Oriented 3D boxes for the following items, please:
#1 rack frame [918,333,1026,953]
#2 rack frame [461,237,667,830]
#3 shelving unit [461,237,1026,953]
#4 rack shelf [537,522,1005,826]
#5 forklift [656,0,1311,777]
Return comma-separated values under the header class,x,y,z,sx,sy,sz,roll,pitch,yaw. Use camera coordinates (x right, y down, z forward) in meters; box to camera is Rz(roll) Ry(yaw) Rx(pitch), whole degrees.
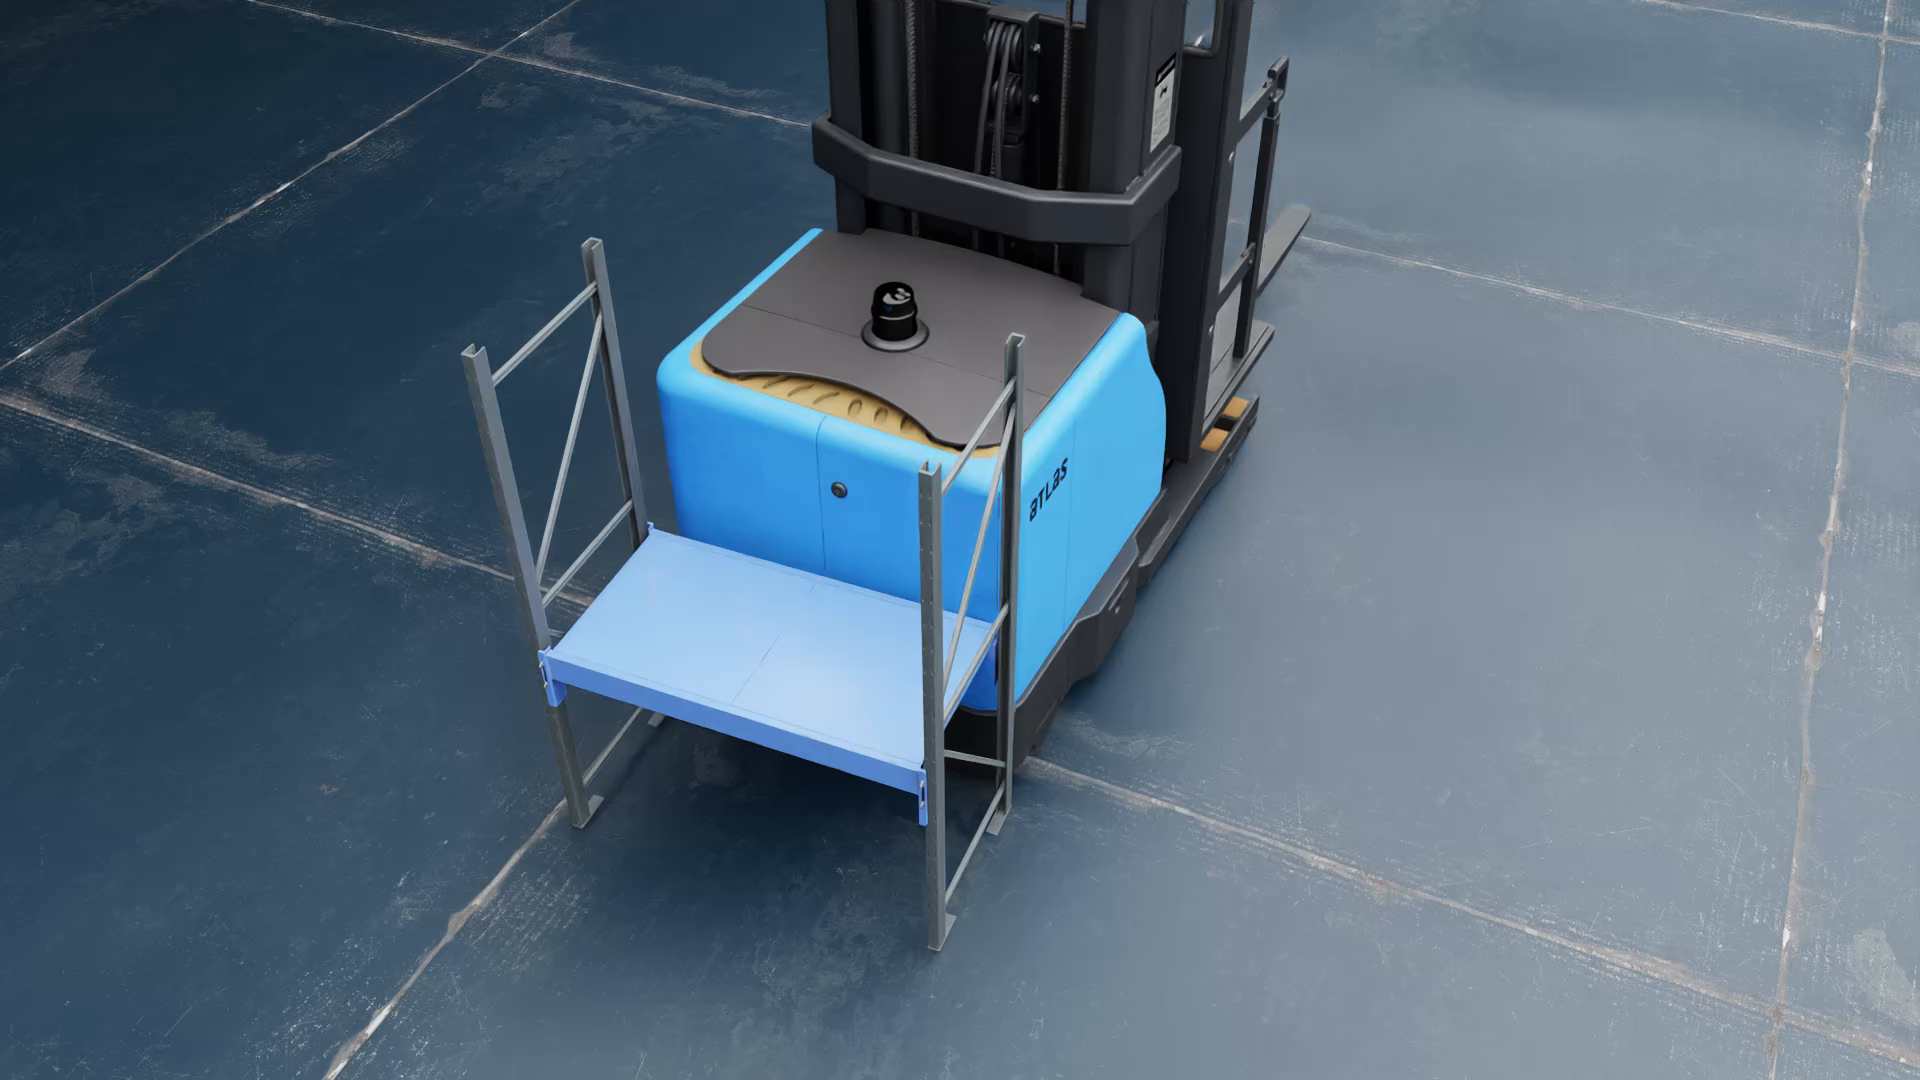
class,x,y,z,sx,sy,sz,roll,pitch,yaw
rack frame,0.029,0.291,3.769,0.032,1.500,0.500,15,43,17
rack frame,-0.912,0.039,4.059,0.032,1.500,0.500,15,43,17
shelving unit,-0.442,0.165,3.914,1.048,1.500,0.538,15,43,17
rack shelf,-0.442,0.301,4.032,1.000,0.185,0.538,15,43,17
forklift,0.351,-1.437,4.670,1.130,2.935,3.031,19,44,20
